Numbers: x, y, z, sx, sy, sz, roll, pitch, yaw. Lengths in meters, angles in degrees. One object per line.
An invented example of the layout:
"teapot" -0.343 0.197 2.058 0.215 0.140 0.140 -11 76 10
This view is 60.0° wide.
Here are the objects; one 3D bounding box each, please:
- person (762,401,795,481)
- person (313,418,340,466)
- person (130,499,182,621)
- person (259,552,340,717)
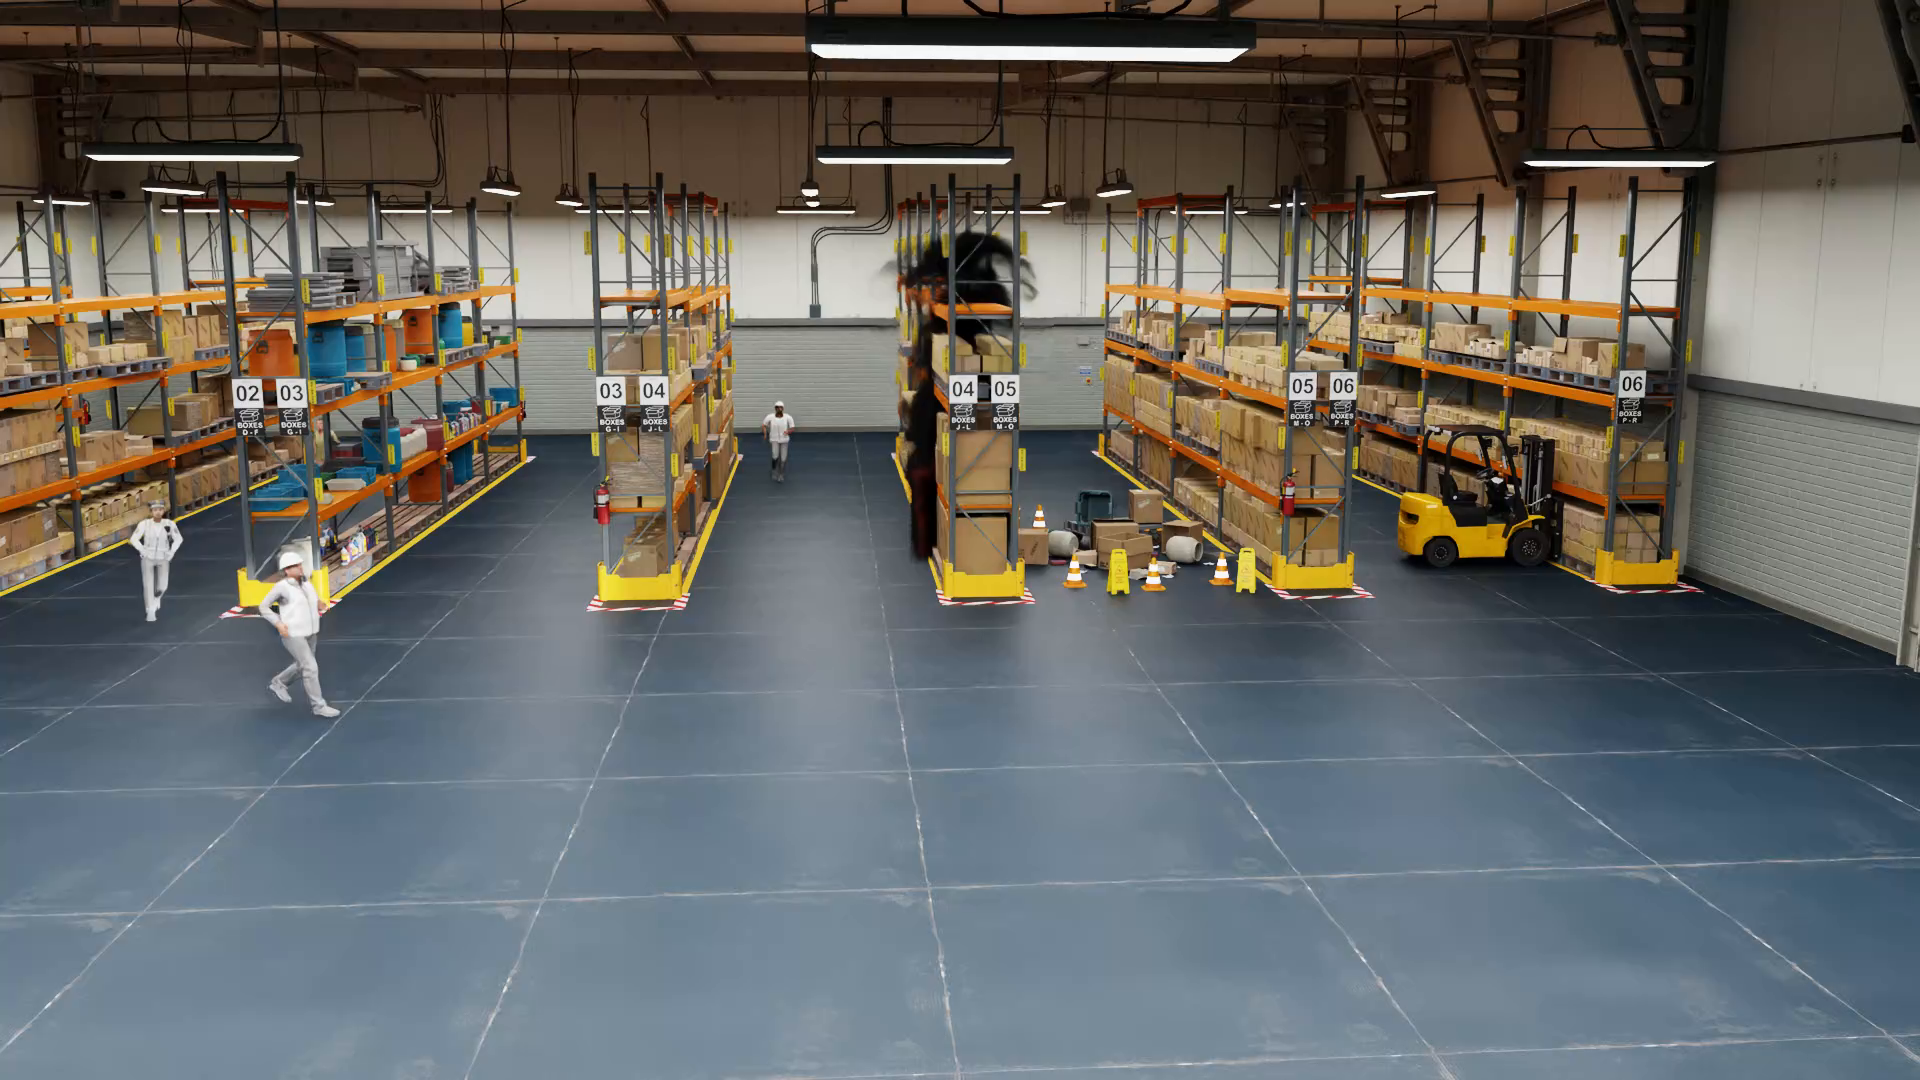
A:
"person" -3.870 -2.103 35.544 0.682 1.724 0.638 -2 10 -9
"person" -12.486 -1.560 32.794 0.591 1.715 0.777 0 10 -1
"person" -10.895 0.258 22.590 0.643 1.652 0.592 -5 11 -26
"person" -7.097 0.995 17.853 0.961 1.749 0.659 3 10 17
